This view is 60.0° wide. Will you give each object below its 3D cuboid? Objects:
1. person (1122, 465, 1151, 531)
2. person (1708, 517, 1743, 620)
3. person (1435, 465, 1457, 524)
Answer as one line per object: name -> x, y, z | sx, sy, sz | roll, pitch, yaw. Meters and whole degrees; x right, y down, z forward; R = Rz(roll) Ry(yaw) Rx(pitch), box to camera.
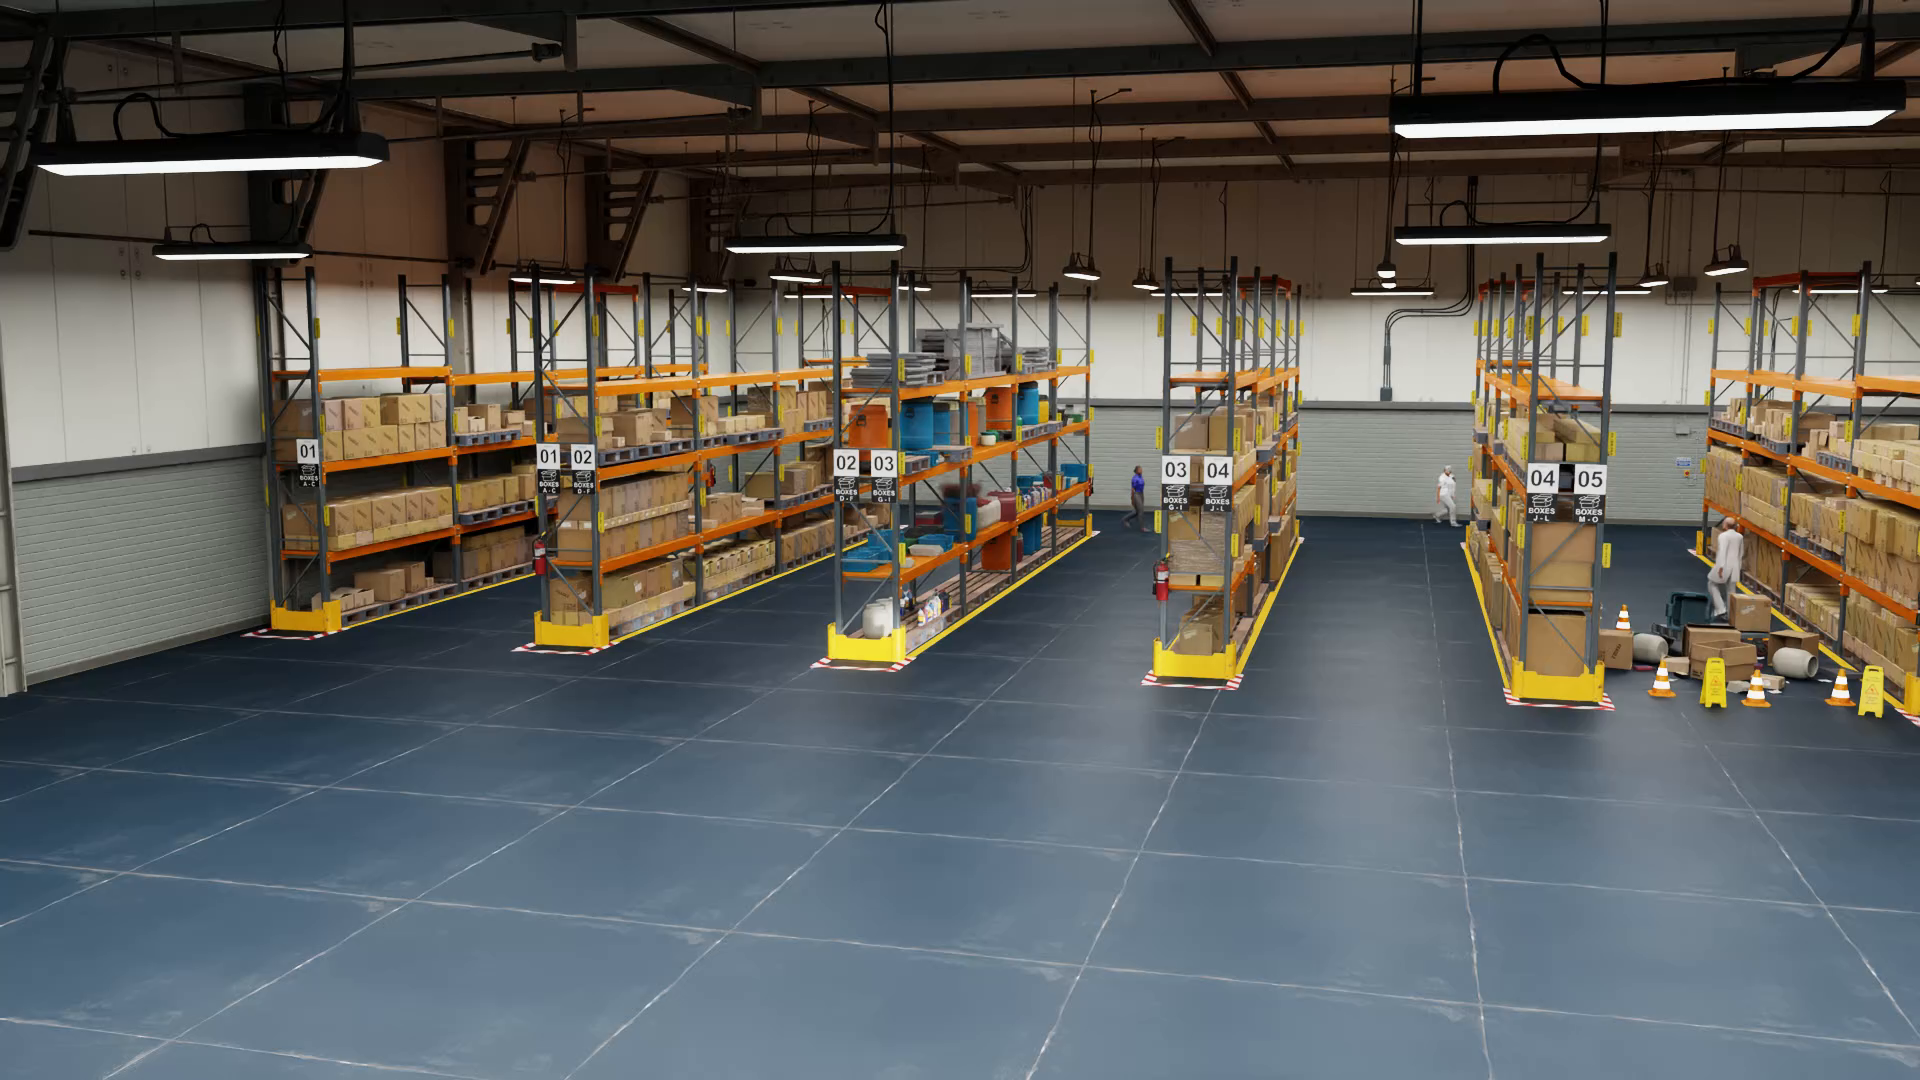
person -> 4.360, -1.050, 41.293 | 0.836, 1.637, 0.454 | 4, 8, 28
person -> 13.187, 0.499, 28.513 | 0.589, 1.769, 0.562 | -1, 7, -7
person -> 12.414, -1.178, 42.412 | 0.469, 1.494, 0.729 | -5, 9, -35
